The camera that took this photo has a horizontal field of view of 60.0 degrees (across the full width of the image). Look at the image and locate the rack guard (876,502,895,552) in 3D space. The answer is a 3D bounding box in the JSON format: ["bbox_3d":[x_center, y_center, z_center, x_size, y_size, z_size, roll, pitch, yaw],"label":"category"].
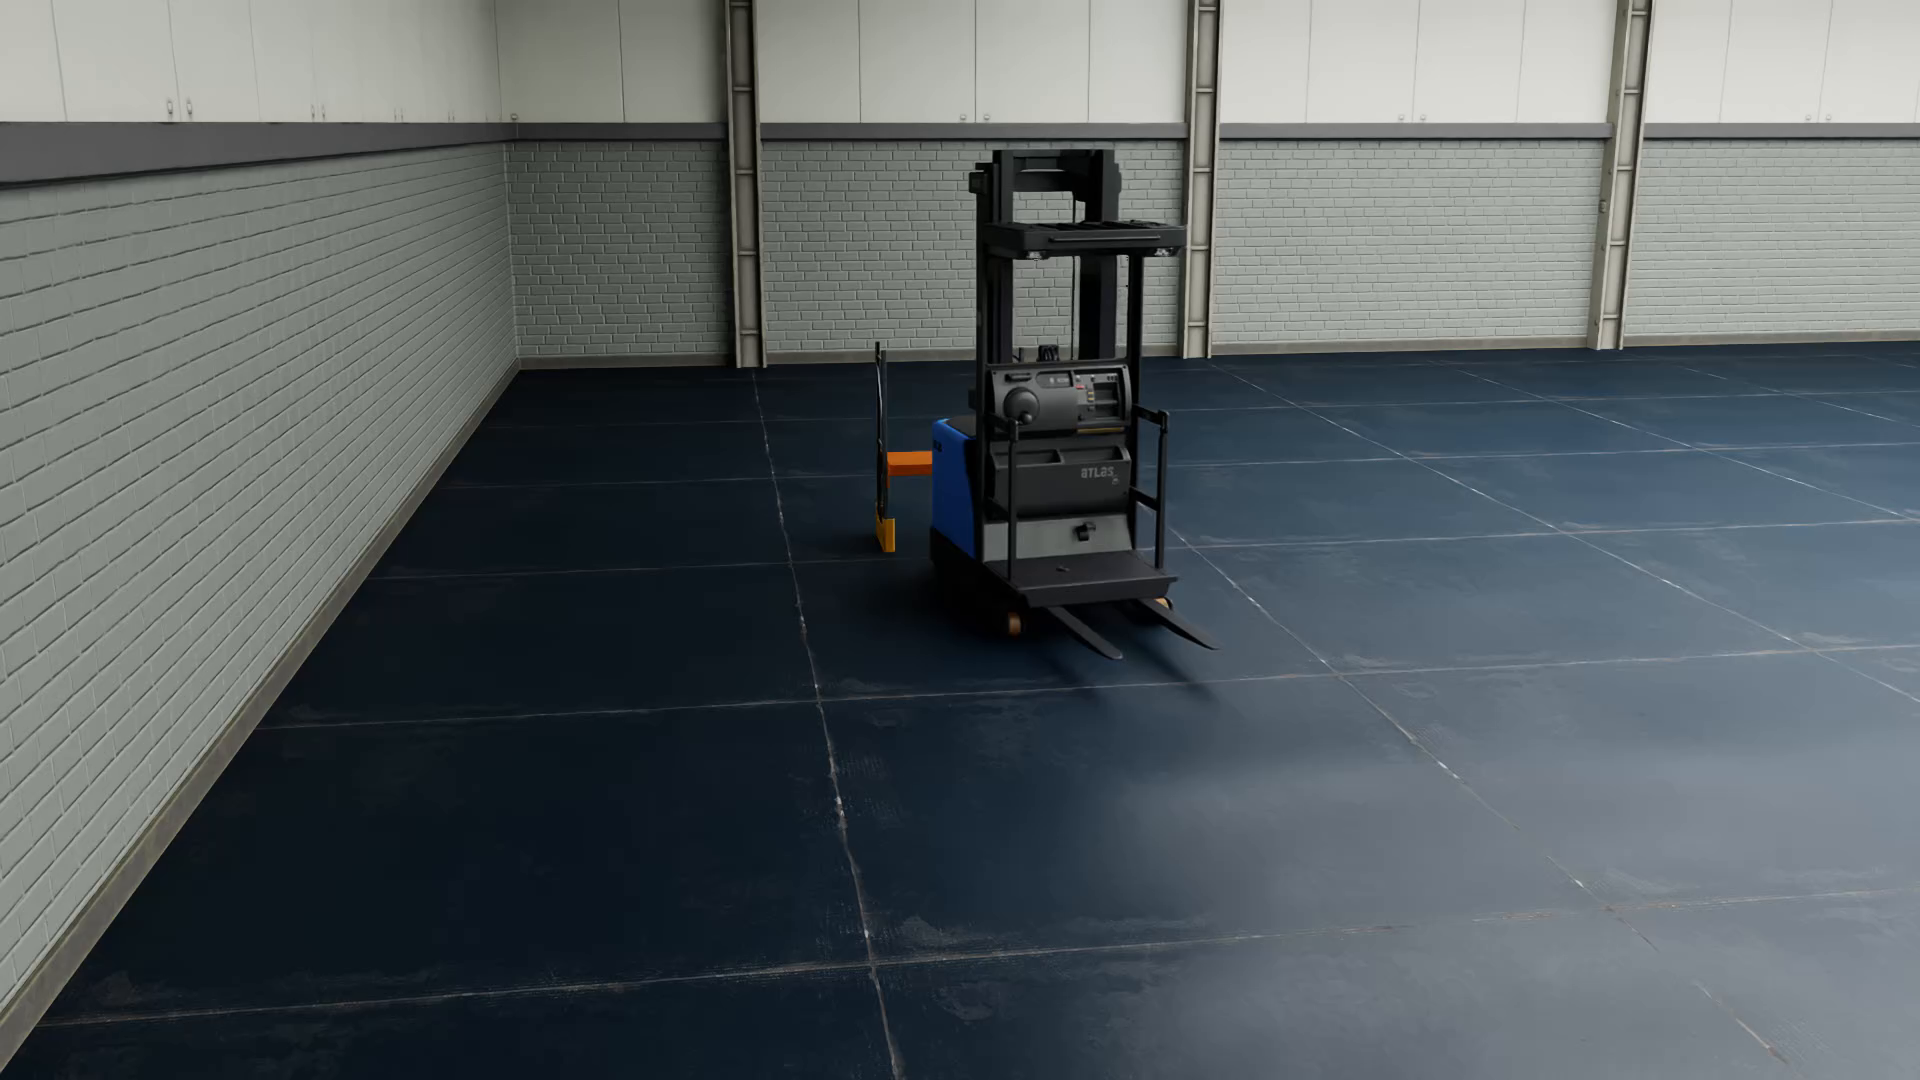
[{"bbox_3d":[-0.568,-0.100,12.608,0.087,0.250,0.587,-2,14,-8],"label":"rack guard"}]

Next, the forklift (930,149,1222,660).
[{"bbox_3d":[0.712,-0.924,10.383,1.130,2.935,3.031,-4,15,-17],"label":"forklift"}]

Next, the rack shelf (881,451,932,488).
[{"bbox_3d":[-0.084,-0.550,12.571,1.000,0.185,0.538,-2,14,-8],"label":"rack shelf"}]

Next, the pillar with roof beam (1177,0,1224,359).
[{"bbox_3d":[3.834,-5.830,17.470,0.400,9.000,9.100,-2,14,-8],"label":"pillar with roof beam"}]

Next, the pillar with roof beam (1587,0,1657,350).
[{"bbox_3d":[9.767,-6.048,18.337,0.400,9.000,9.100,-2,14,-8],"label":"pillar with roof beam"}]

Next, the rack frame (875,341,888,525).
[{"bbox_3d":[-0.587,-0.706,12.454,0.032,1.500,0.500,-2,14,-8],"label":"rack frame"}]

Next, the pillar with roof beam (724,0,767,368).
[{"bbox_3d":[-2.099,-5.613,16.603,0.400,9.000,9.100,-2,14,-8],"label":"pillar with roof beam"}]

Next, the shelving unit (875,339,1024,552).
[{"bbox_3d":[-0.075,-0.725,12.528,1.083,1.500,0.587,-2,14,-8],"label":"shelving unit"}]

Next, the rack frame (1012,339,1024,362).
[{"bbox_3d":[0.418,-0.743,12.601,0.032,1.500,0.500,-2,14,-8],"label":"rack frame"}]
